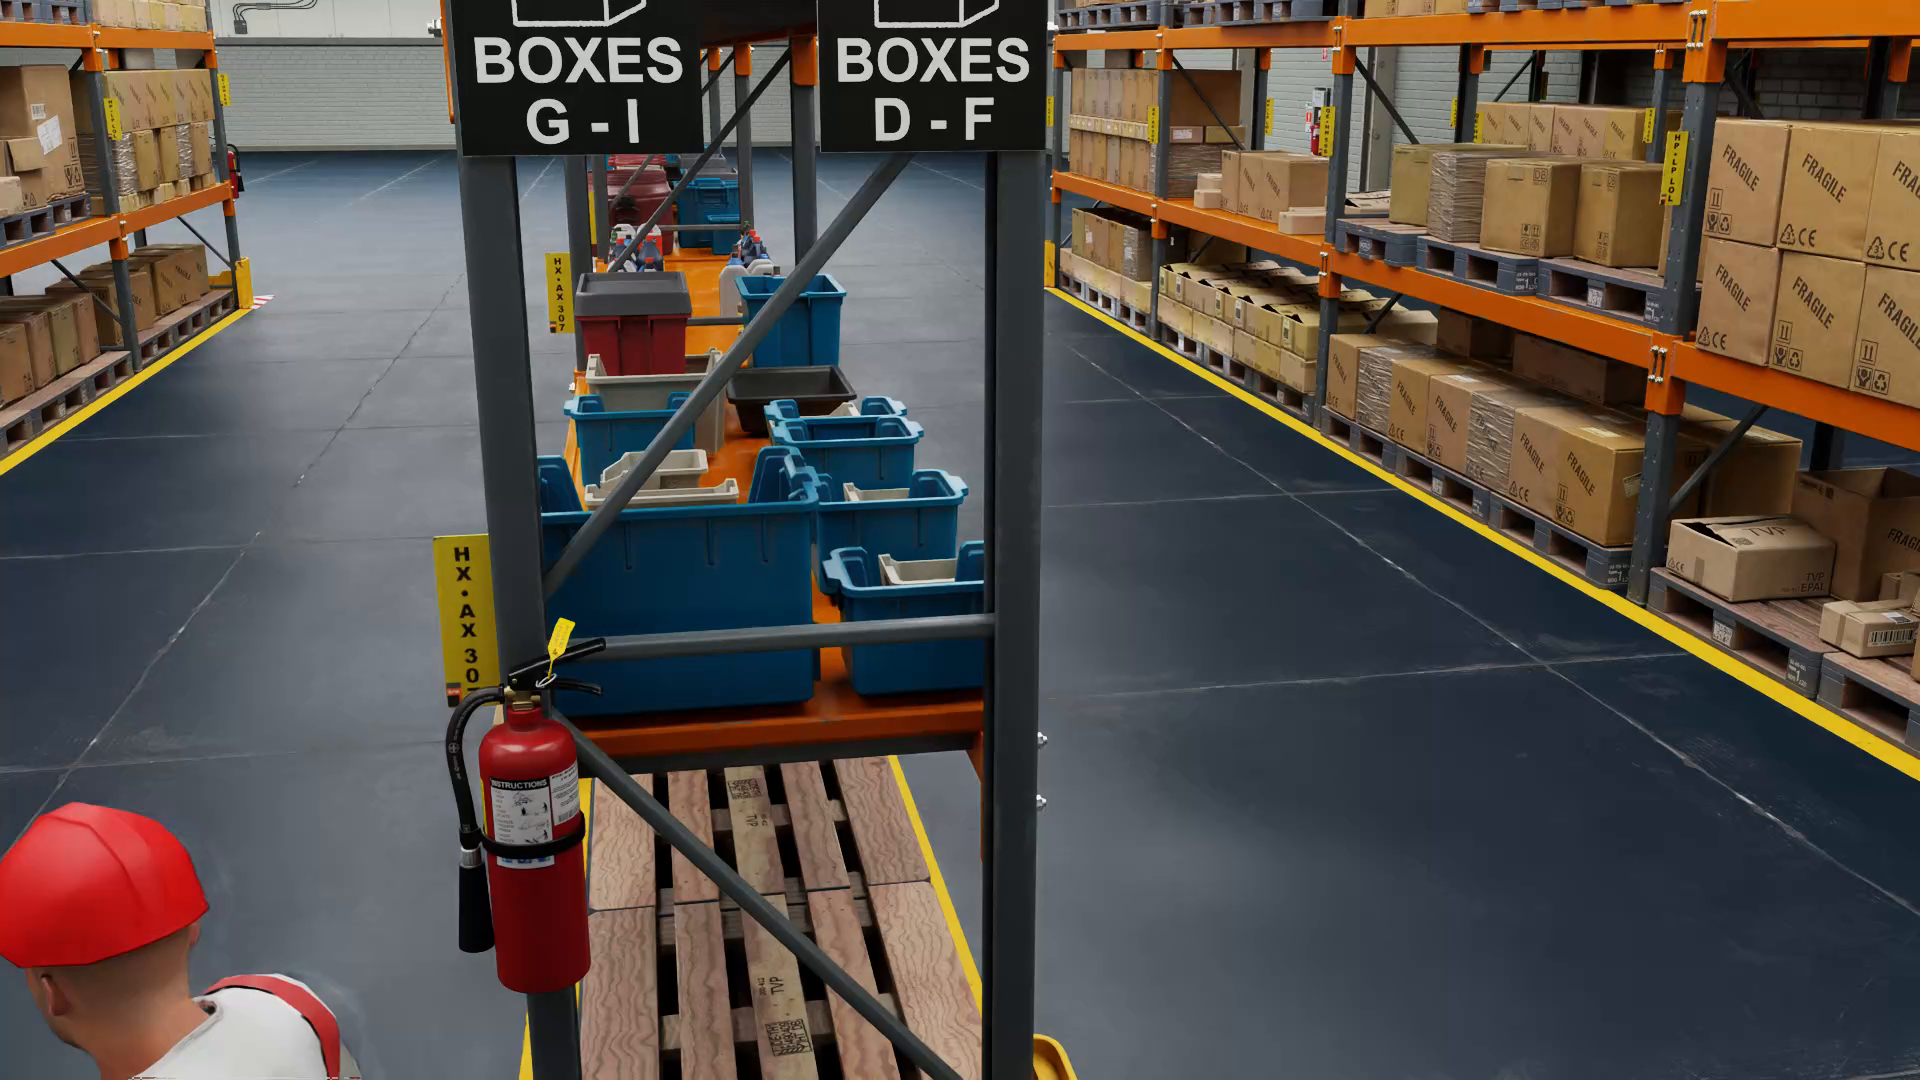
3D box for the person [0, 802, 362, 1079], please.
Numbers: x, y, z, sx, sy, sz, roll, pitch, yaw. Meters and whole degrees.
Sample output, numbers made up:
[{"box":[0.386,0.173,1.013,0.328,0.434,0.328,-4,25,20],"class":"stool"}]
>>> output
[{"box":[-0.953,1.167,2.005,0.812,1.805,0.554,-1,16,-5],"class":"person"}]
